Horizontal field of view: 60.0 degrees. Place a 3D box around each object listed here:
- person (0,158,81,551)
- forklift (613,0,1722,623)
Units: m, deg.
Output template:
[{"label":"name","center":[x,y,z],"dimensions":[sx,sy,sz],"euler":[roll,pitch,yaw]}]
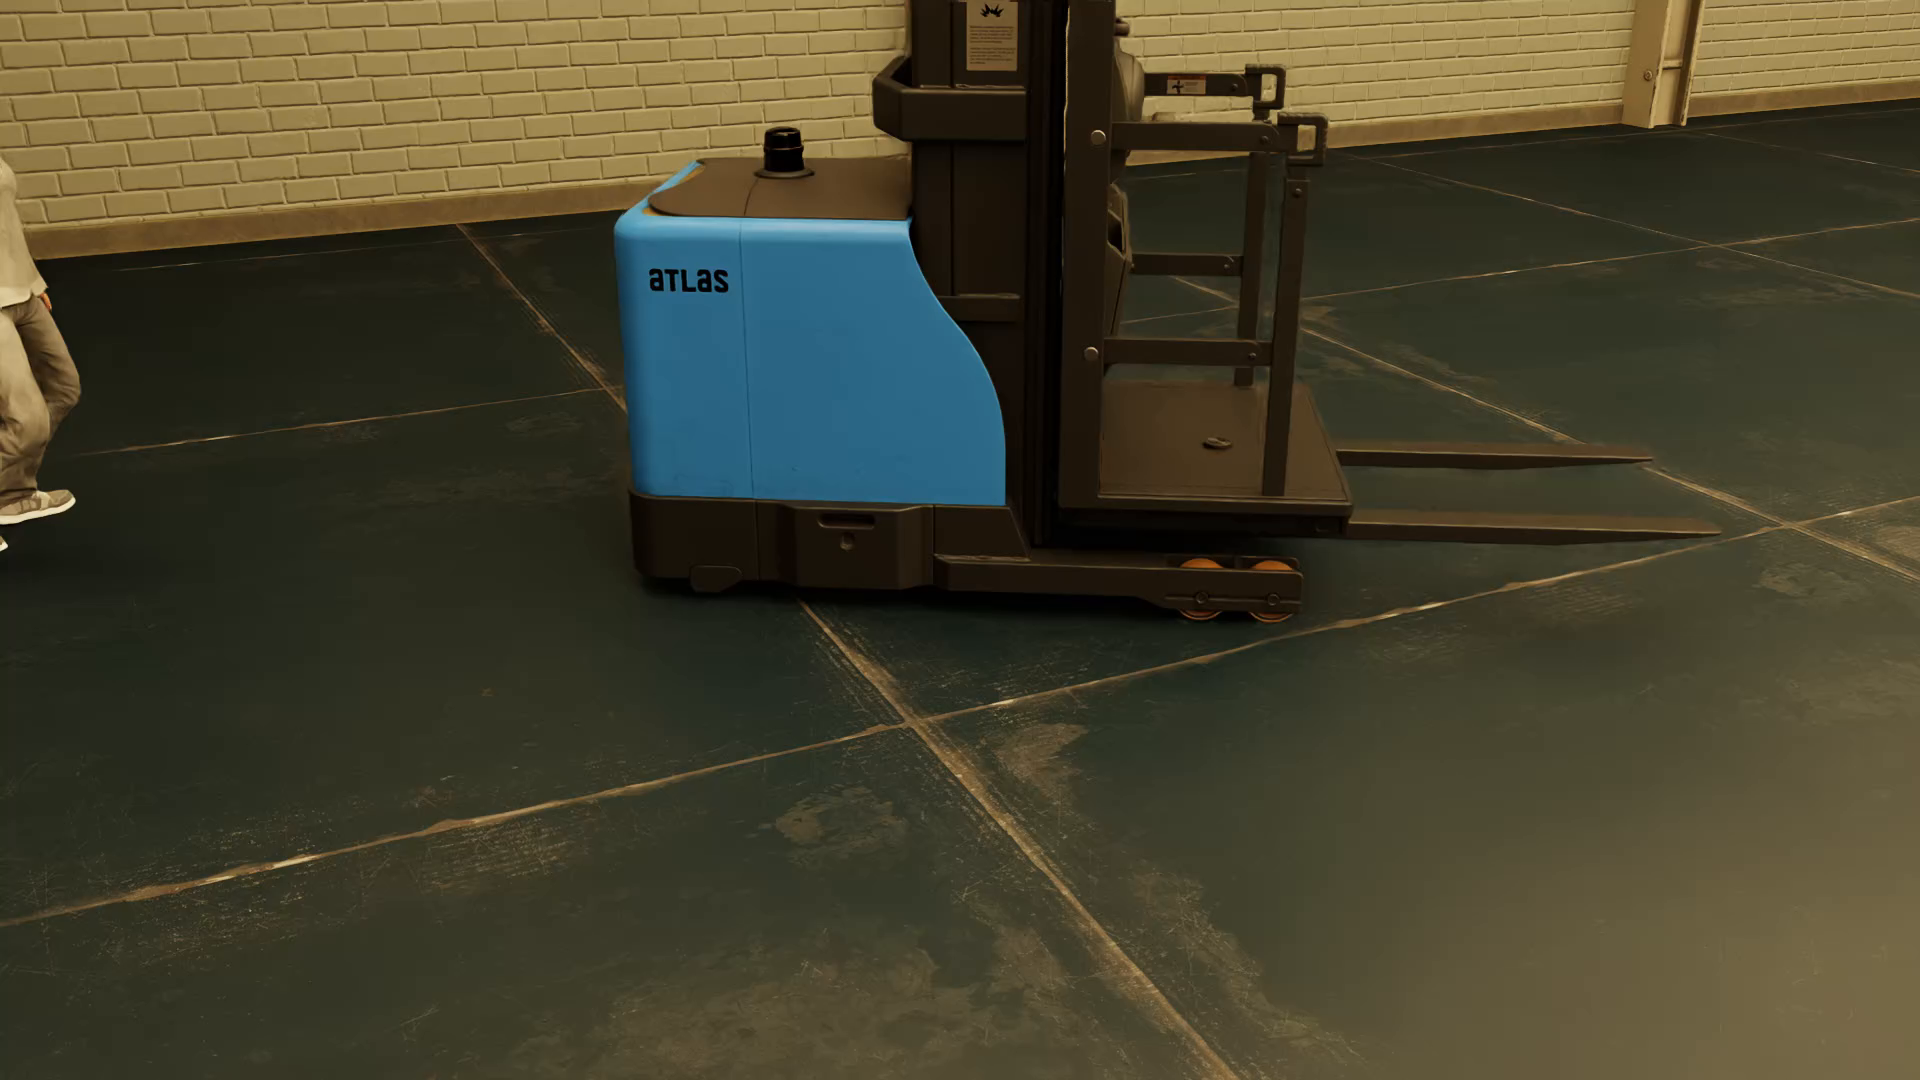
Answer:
[{"label":"person","center":[-2.865,-0.678,4.772],"dimensions":[0.449,1.521,0.744],"euler":[-3,23,-7]},{"label":"forklift","center":[0.613,-1.339,4.510],"dimensions":[3.031,2.935,1.130],"euler":[2,23,4]}]
